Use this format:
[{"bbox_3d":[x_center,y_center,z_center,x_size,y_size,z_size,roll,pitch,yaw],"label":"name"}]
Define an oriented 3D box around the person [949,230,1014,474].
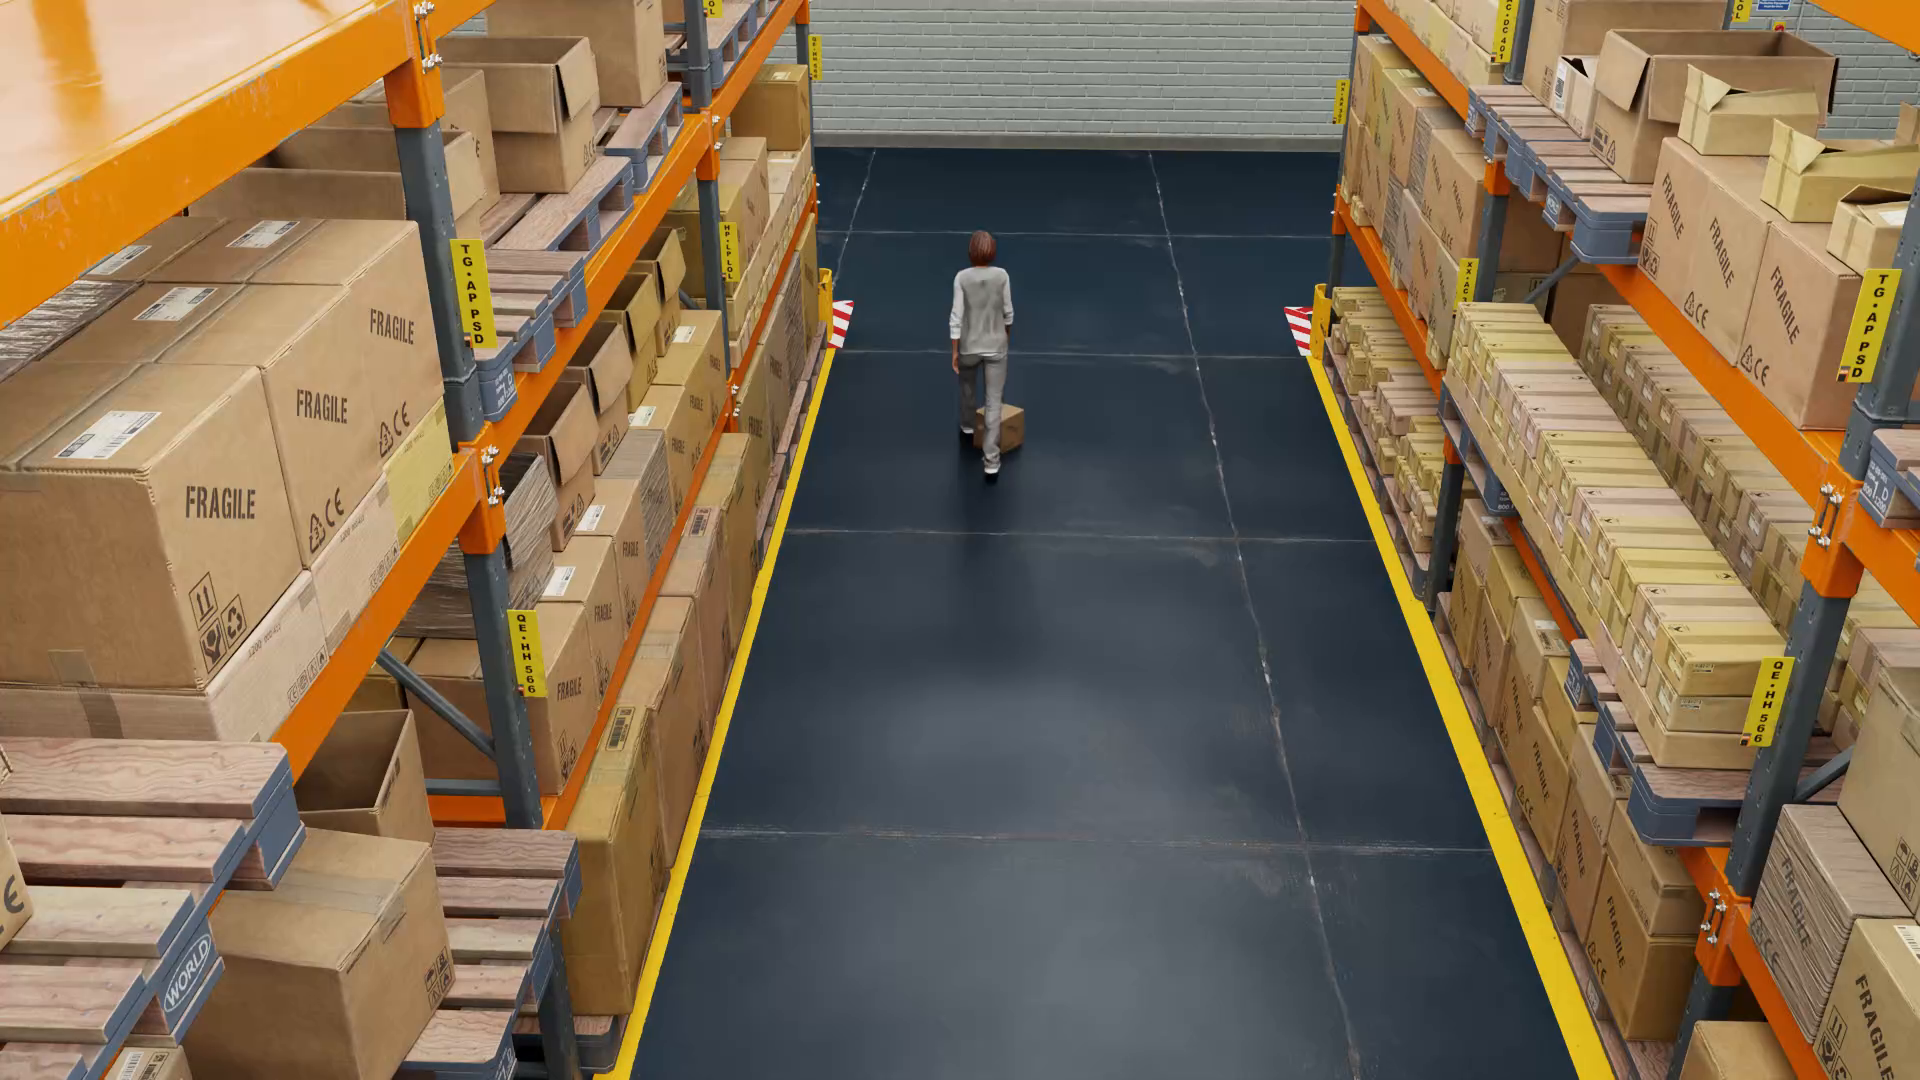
[{"bbox_3d":[0.141,-1.289,11.011,0.431,1.536,0.984,-1,28,-1],"label":"person"}]
